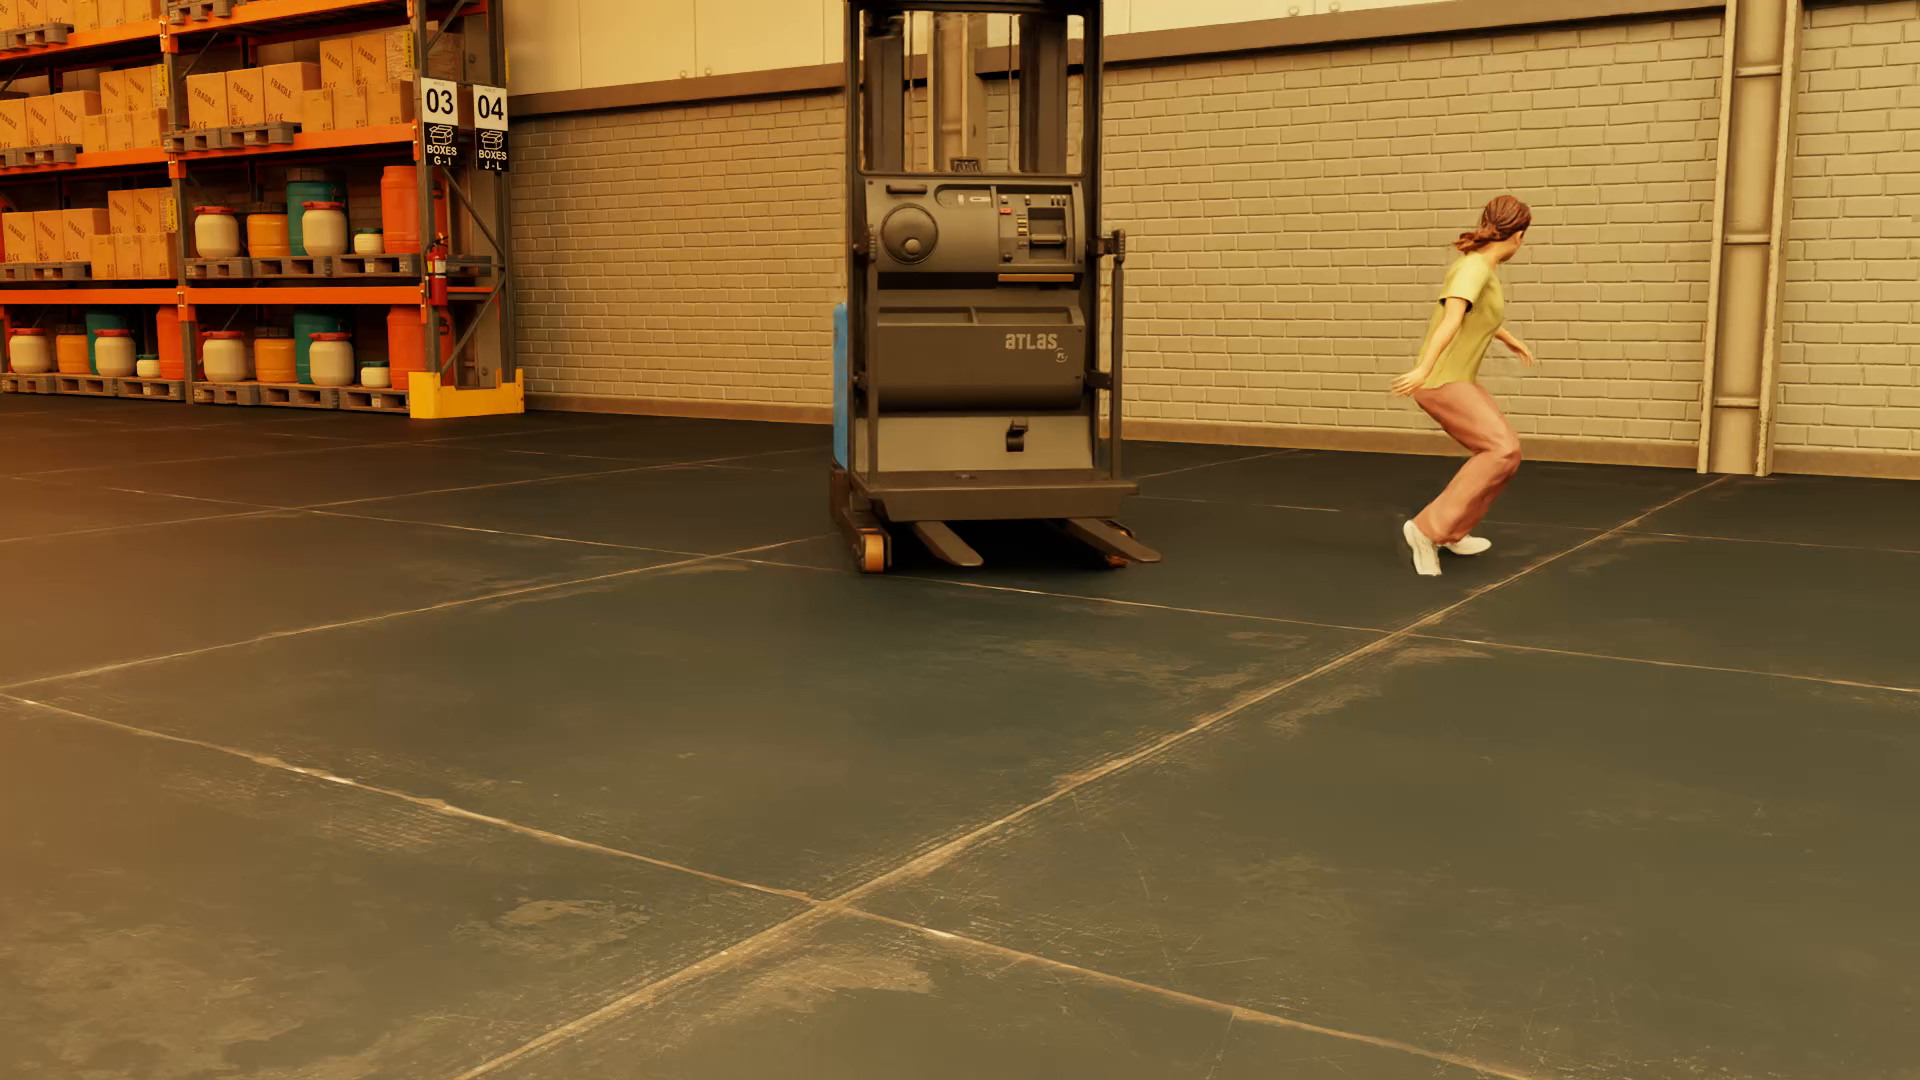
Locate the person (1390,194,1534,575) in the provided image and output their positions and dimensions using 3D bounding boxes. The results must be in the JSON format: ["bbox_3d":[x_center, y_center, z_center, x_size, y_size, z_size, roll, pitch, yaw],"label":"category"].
[{"bbox_3d":[2.051,-0.604,6.749,0.472,1.568,0.913,4,9,23],"label":"person"}]

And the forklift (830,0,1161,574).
[{"bbox_3d":[0.101,-1.366,6.800,1.130,2.935,3.031,-1,8,-9],"label":"forklift"}]
